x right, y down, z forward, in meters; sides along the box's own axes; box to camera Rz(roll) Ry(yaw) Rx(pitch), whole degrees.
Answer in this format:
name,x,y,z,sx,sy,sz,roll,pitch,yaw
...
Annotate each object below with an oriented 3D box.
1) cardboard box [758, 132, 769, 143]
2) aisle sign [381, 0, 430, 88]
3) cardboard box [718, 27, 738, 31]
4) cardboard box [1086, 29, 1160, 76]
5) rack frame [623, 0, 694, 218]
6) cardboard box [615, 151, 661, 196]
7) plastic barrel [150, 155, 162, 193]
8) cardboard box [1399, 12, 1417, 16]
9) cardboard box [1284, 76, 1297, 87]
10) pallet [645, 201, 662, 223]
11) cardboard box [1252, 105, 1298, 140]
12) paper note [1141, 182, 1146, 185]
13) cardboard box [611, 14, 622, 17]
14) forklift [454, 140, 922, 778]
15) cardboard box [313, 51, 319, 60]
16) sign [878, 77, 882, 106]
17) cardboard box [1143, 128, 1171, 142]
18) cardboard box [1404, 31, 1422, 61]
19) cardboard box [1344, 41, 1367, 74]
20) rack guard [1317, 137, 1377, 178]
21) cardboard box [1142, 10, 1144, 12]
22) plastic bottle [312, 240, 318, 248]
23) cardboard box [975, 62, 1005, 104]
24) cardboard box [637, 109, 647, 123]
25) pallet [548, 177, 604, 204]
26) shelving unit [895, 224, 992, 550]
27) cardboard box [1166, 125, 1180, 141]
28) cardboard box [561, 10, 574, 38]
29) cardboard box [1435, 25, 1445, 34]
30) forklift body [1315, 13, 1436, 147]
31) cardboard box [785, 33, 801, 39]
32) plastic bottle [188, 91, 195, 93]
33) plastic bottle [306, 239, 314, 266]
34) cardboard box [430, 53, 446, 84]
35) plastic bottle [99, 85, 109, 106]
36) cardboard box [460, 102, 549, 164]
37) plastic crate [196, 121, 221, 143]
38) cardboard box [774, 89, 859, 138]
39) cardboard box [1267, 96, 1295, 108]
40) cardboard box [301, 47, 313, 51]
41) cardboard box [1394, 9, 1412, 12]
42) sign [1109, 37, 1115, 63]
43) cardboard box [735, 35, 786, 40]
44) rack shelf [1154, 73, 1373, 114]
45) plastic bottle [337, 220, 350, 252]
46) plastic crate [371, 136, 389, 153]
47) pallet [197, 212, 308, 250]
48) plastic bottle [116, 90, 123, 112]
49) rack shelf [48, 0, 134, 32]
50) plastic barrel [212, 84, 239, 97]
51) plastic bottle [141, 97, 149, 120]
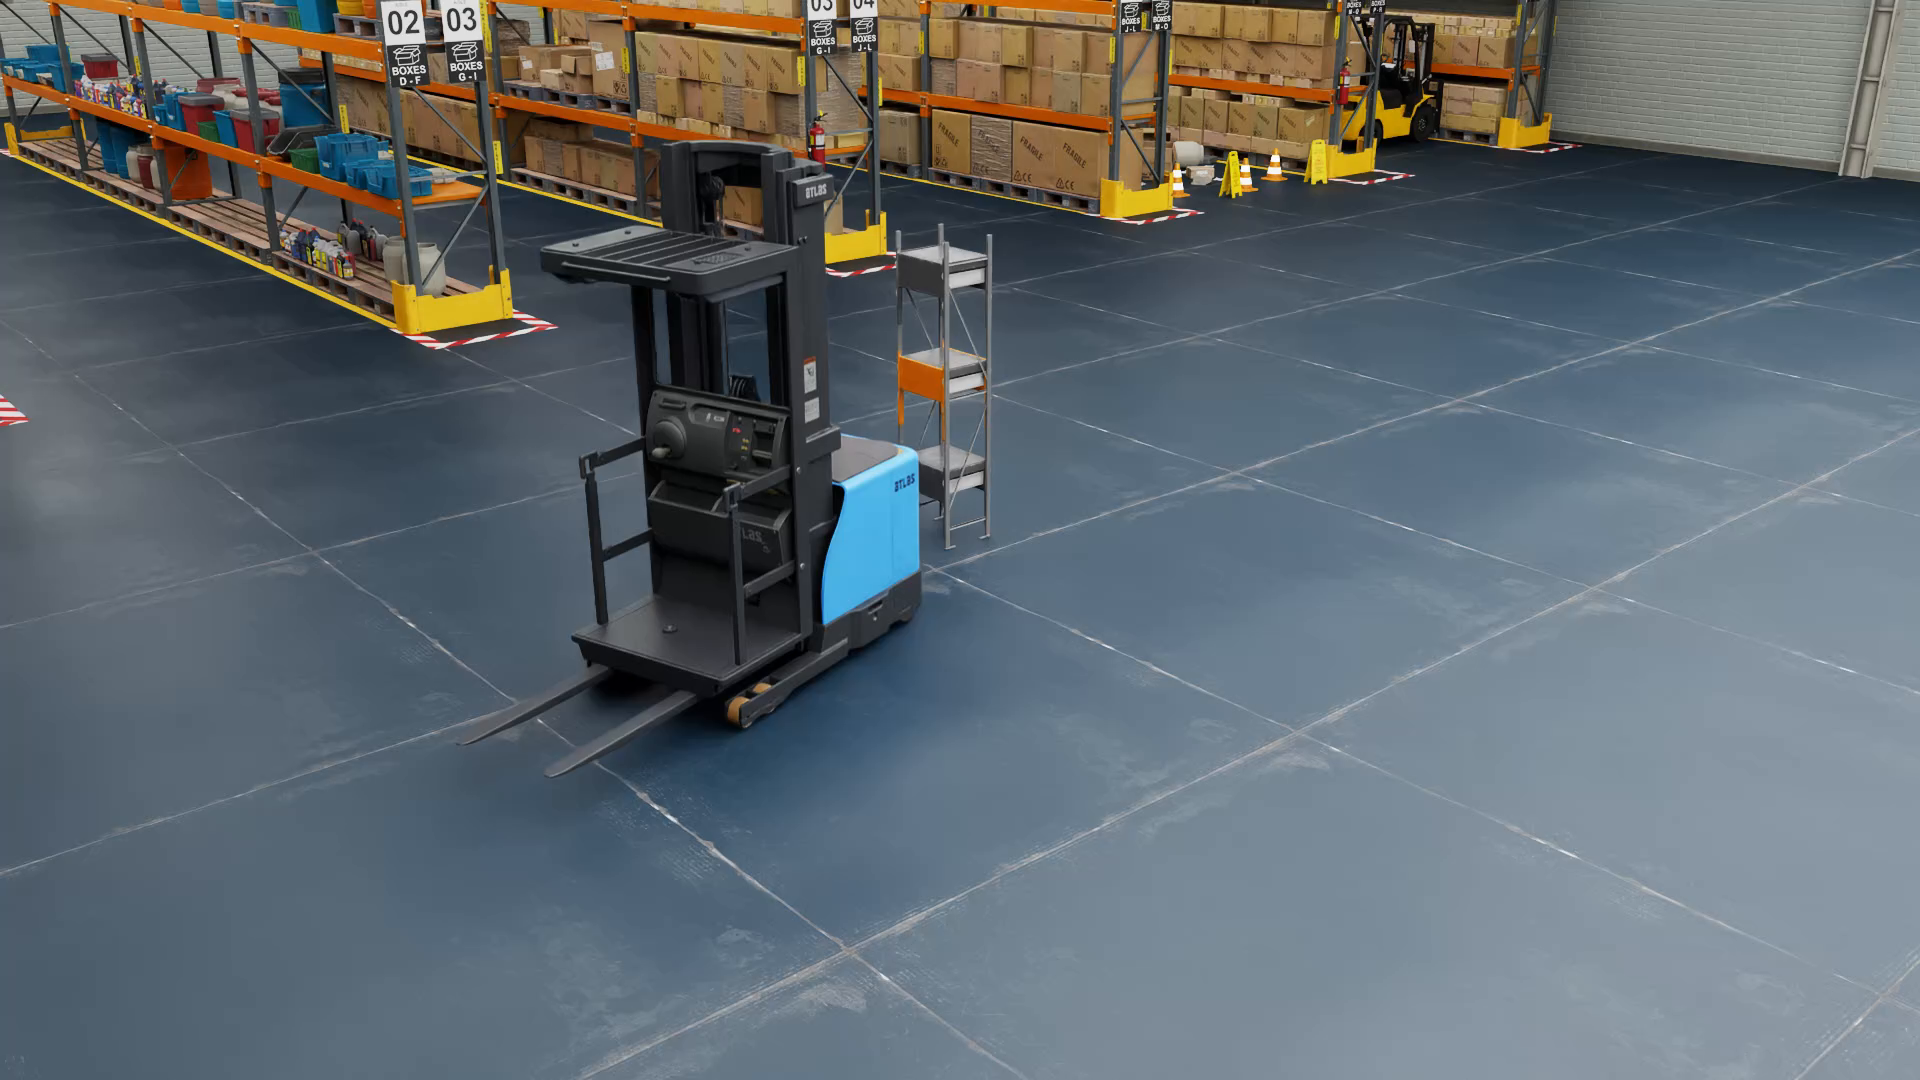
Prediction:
name,x,y,z,sx,sy,sz,roll,pitch,yaw
cardboard box,-2.242,-4.926,20.291,0.380,0.149,0.250,-17,27,-37
aisle sign,-5.313,-4.755,15.947,0.394,0.787,0.004,-17,27,-37
cardboard box,-3.959,-8.774,28.726,0.380,0.149,0.250,-16,27,-36
cardboard box,2.228,-6.651,22.667,0.875,0.550,0.550,-17,27,-37
rack frame,-3.994,-5.919,22.484,1.000,3.000,0.127,-17,27,-37
cardboard box,-4.378,-5.135,23.306,0.500,0.500,0.700,20,29,41
plastic barrel,-11.126,-5.148,23.351,0.421,0.512,0.421,0,21,0
cardboard box,8.156,-9.453,30.070,0.380,0.149,0.250,-18,27,-38
cardboard box,5.318,-7.228,26.170,0.380,0.149,0.250,-18,28,-38
pallet,-3.529,-4.444,22.540,1.003,0.211,1.213,-17,27,-37
cardboard box,5.061,-6.740,26.747,0.500,0.500,0.500,-16,27,-36
paper note,2.730,-5.410,25.256,0.144,0.017,0.142,-8,23,-19
cardboard box,-6.246,-10.140,31.344,0.500,0.500,0.500,-19,28,-39
forklift,-1.441,-0.551,8.873,1.130,2.935,3.031,13,25,30
cardboard box,-11.509,-8.800,30.183,0.380,0.149,0.250,-18,28,-39
sign,-0.972,-5.347,19.835,0.100,0.325,0.005,-17,27,-37
cardboard box,3.182,-6.496,27.380,0.500,0.500,0.500,0,21,-1
cardboard box,8.360,-8.899,29.955,0.500,0.500,0.500,-17,27,-37
cardboard box,6.026,-7.555,26.116,0.500,0.500,0.500,-18,28,-38
rack guard,6.075,-6.030,26.195,1.175,0.500,0.348,-17,27,-37
cardboard box,3.455,-11.217,35.292,0.797,0.503,0.637,-18,28,-39
plastic bottle,-7.286,-3.269,18.855,0.097,0.271,0.097,0,21,0
cardboard box,0.719,-6.719,24.320,0.875,0.550,0.550,-17,27,-37
cardboard box,-4.081,-5.671,22.195,0.380,0.149,0.250,-17,27,-37
pallet,-5.304,-5.173,24.402,1.003,0.211,1.213,-17,27,-37
shelving unit,-0.108,-1.023,11.218,0.431,2.100,0.503,-17,27,-37
cardboard box,3.694,-6.966,28.352,0.500,0.250,0.500,-19,28,-40
cardboard box,-7.551,-10.241,32.973,0.500,0.500,0.500,-17,27,-37
cardboard box,8.588,-9.082,29.533,0.380,0.149,0.250,-17,27,-37
forklift body,7.263,-8.050,29.089,2.313,2.155,1.214,-17,27,-37
cardboard box,-2.496,-8.563,27.726,0.700,0.500,0.500,-18,27,-38
plastic bottle,-10.697,-6.112,23.146,0.152,0.276,0.135,-17,27,-37
plastic bottle,-7.334,-3.251,18.792,0.061,0.283,0.133,-16,26,-35
cardboard box,-8.109,-7.571,26.564,0.500,0.500,0.500,-17,27,-36
plastic bottle,-12.199,-6.354,23.765,0.152,0.276,0.135,-17,27,-37
cardboard box,-7.040,-6.426,26.116,1.225,0.875,0.875,-19,28,-40
plastic crate,-9.097,-5.056,20.569,0.450,0.188,0.662,-17,27,-37
cardboard box,-1.721,-5.158,19.995,0.875,0.500,0.500,-17,27,-37
cardboard box,5.114,-6.984,26.480,0.380,0.149,0.250,-16,27,-36
cardboard box,-11.718,-9.107,30.419,0.500,0.250,0.500,-18,28,-39
cardboard box,8.235,-9.729,30.775,0.380,0.149,0.250,-18,28,-38
sign,2.020,-6.491,22.031,0.100,0.325,0.005,-17,27,-37
cardboard box,-2.515,-6.096,21.019,0.500,0.500,0.500,-17,27,-37
rack shelf,4.819,-7.391,27.228,1.077,0.370,4.000,-17,27,-37
plastic bottle,-7.217,-3.568,19.510,0.144,0.351,0.185,-17,27,-37
plastic crate,-6.818,-4.430,18.885,0.499,0.251,0.616,-17,27,-37
pallet,-9.089,-3.987,21.374,1.003,0.211,1.213,-17,27,-37
plastic bottle,-11.690,-6.117,23.149,0.061,0.283,0.133,-17,27,-37
rack shelf,-11.663,-7.460,23.290,1.077,0.370,4.000,-17,27,-37
plastic barrel,-9.524,-5.664,21.679,0.421,0.512,0.421,0,21,0
plastic bottle,-10.944,-5.801,22.343,0.061,0.283,0.133,-17,27,-37
